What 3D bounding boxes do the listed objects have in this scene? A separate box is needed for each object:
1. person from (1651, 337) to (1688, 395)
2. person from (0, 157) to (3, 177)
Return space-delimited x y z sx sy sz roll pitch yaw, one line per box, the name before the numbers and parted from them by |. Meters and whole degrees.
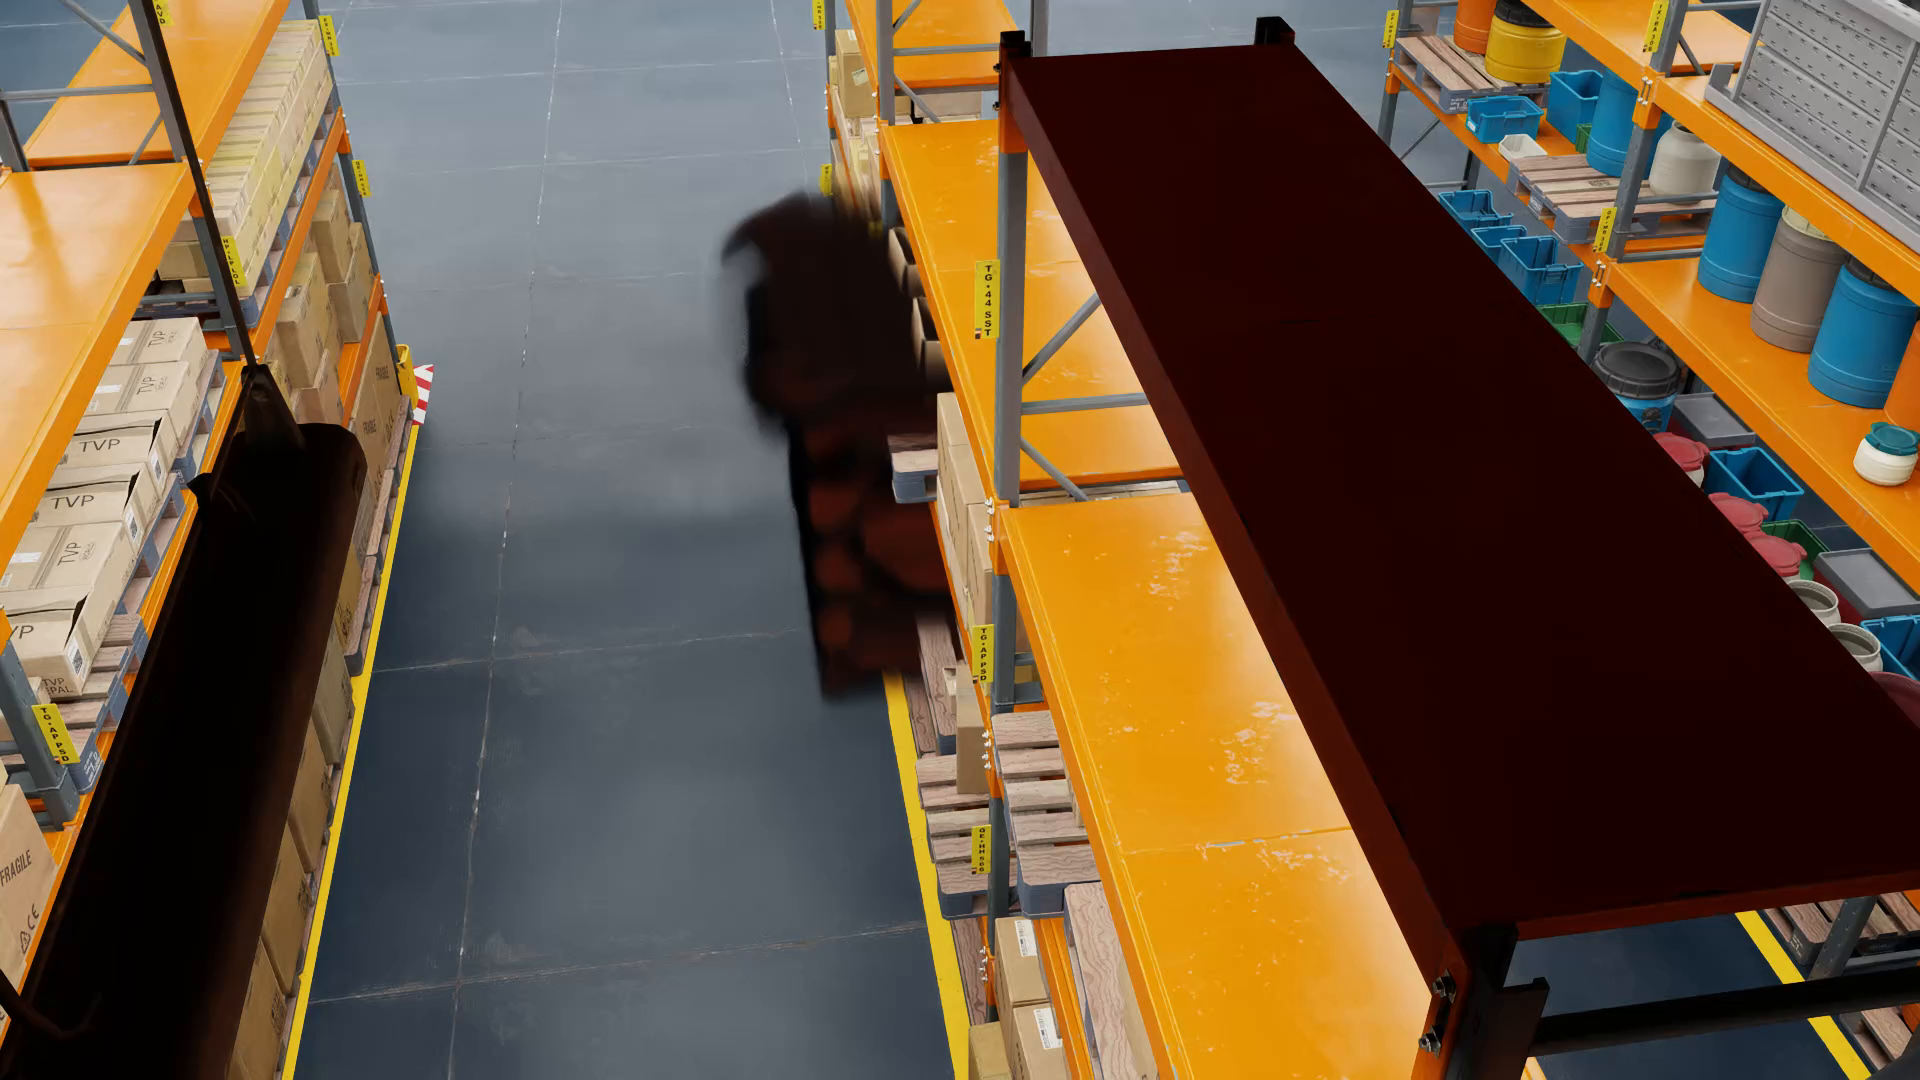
person | 6.087 -1.551 14.206 0.513 1.680 0.626 8 37 11
person | -8.934 -2.901 15.901 0.785 1.763 0.682 -18 40 -23
